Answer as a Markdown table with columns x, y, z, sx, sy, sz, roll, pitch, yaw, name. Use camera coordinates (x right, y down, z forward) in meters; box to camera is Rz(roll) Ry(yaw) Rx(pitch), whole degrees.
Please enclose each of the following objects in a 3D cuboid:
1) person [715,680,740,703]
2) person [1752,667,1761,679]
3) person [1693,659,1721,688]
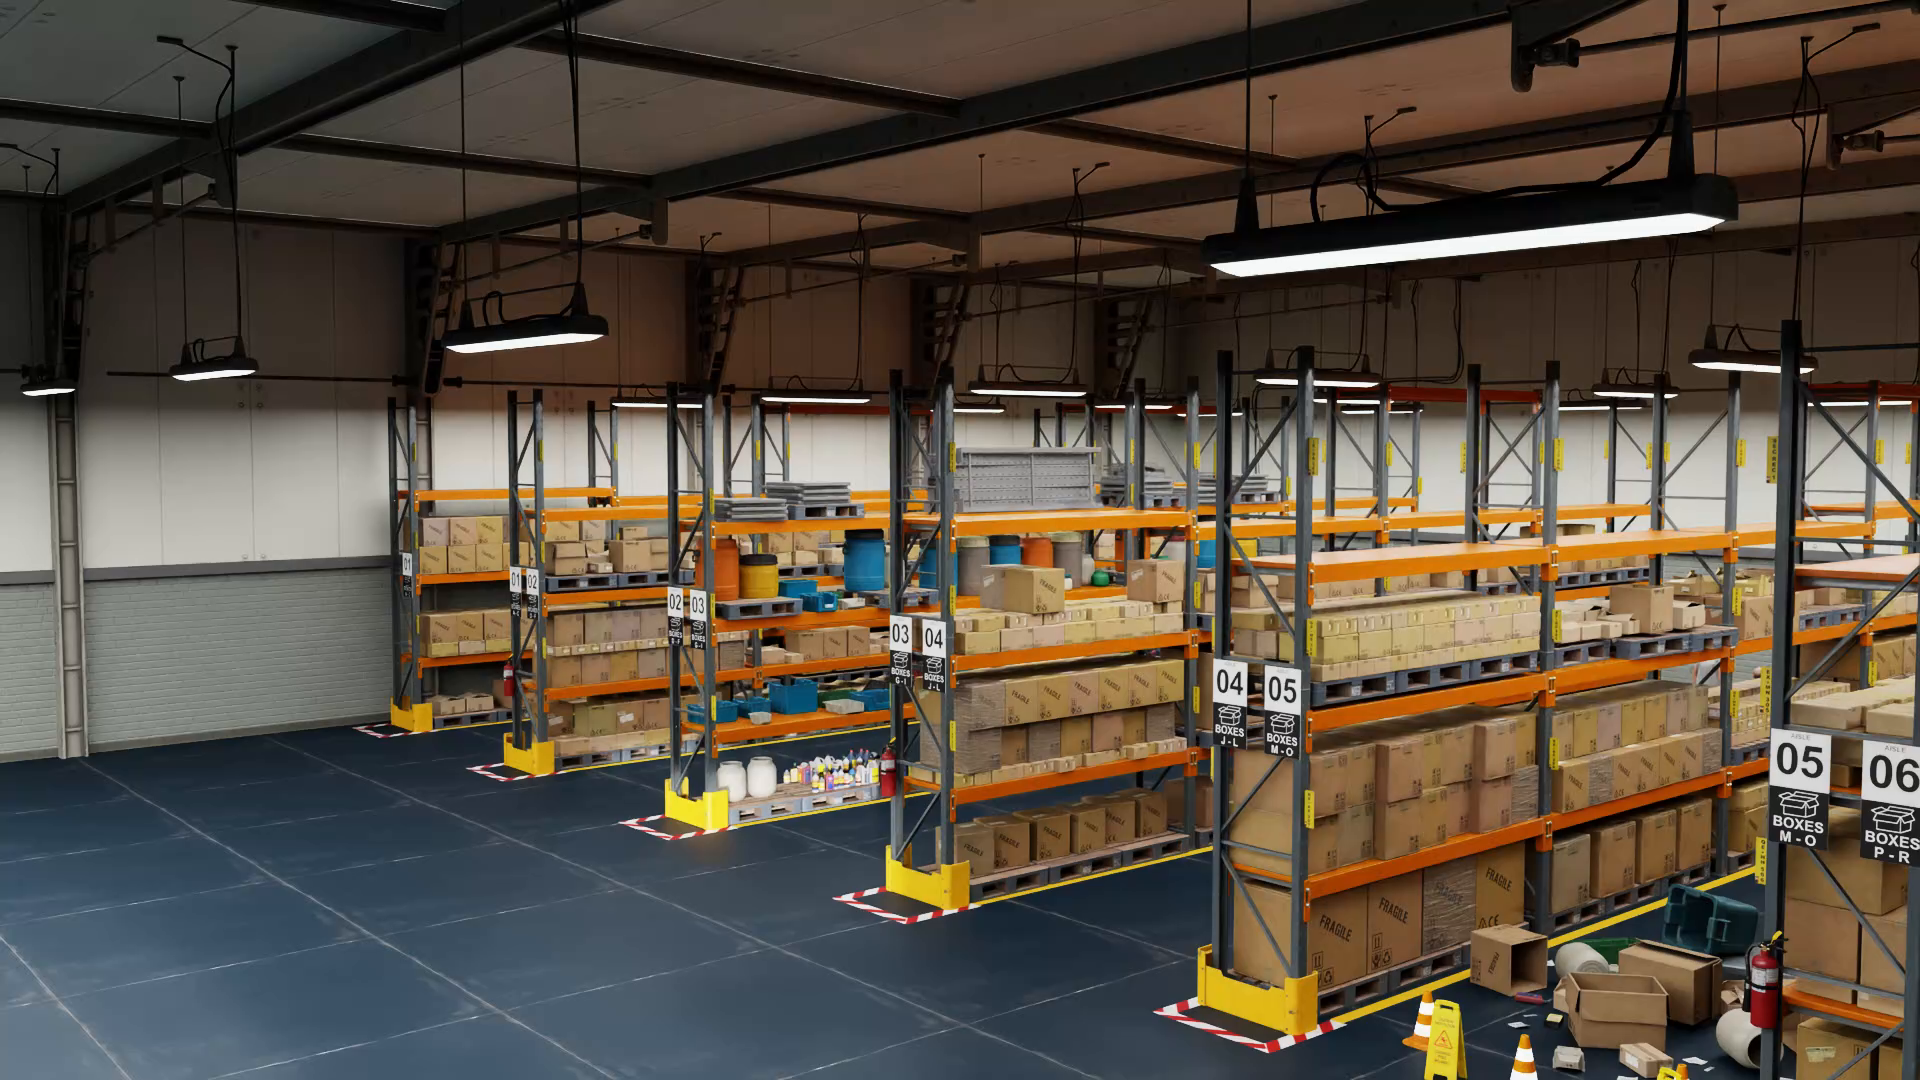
| x | y | z | sx | sy | sz | roll | pitch | yaw | name |
| --- | --- | --- | --- | --- | --- | --- | --- | --- | --- |
| -4.506 | 2.426 | 32.040 | 0.570 | 1.814 | 0.680 | 2 | 4 | 25 | person |
| 12.094 | 2.811 | 25.185 | 0.610 | 1.776 | 0.614 | -3 | 4 | -41 | person |
| 13.289 | 2.611 | 29.559 | 0.484 | 1.698 | 0.648 | 1 | 4 | 22 | person |
